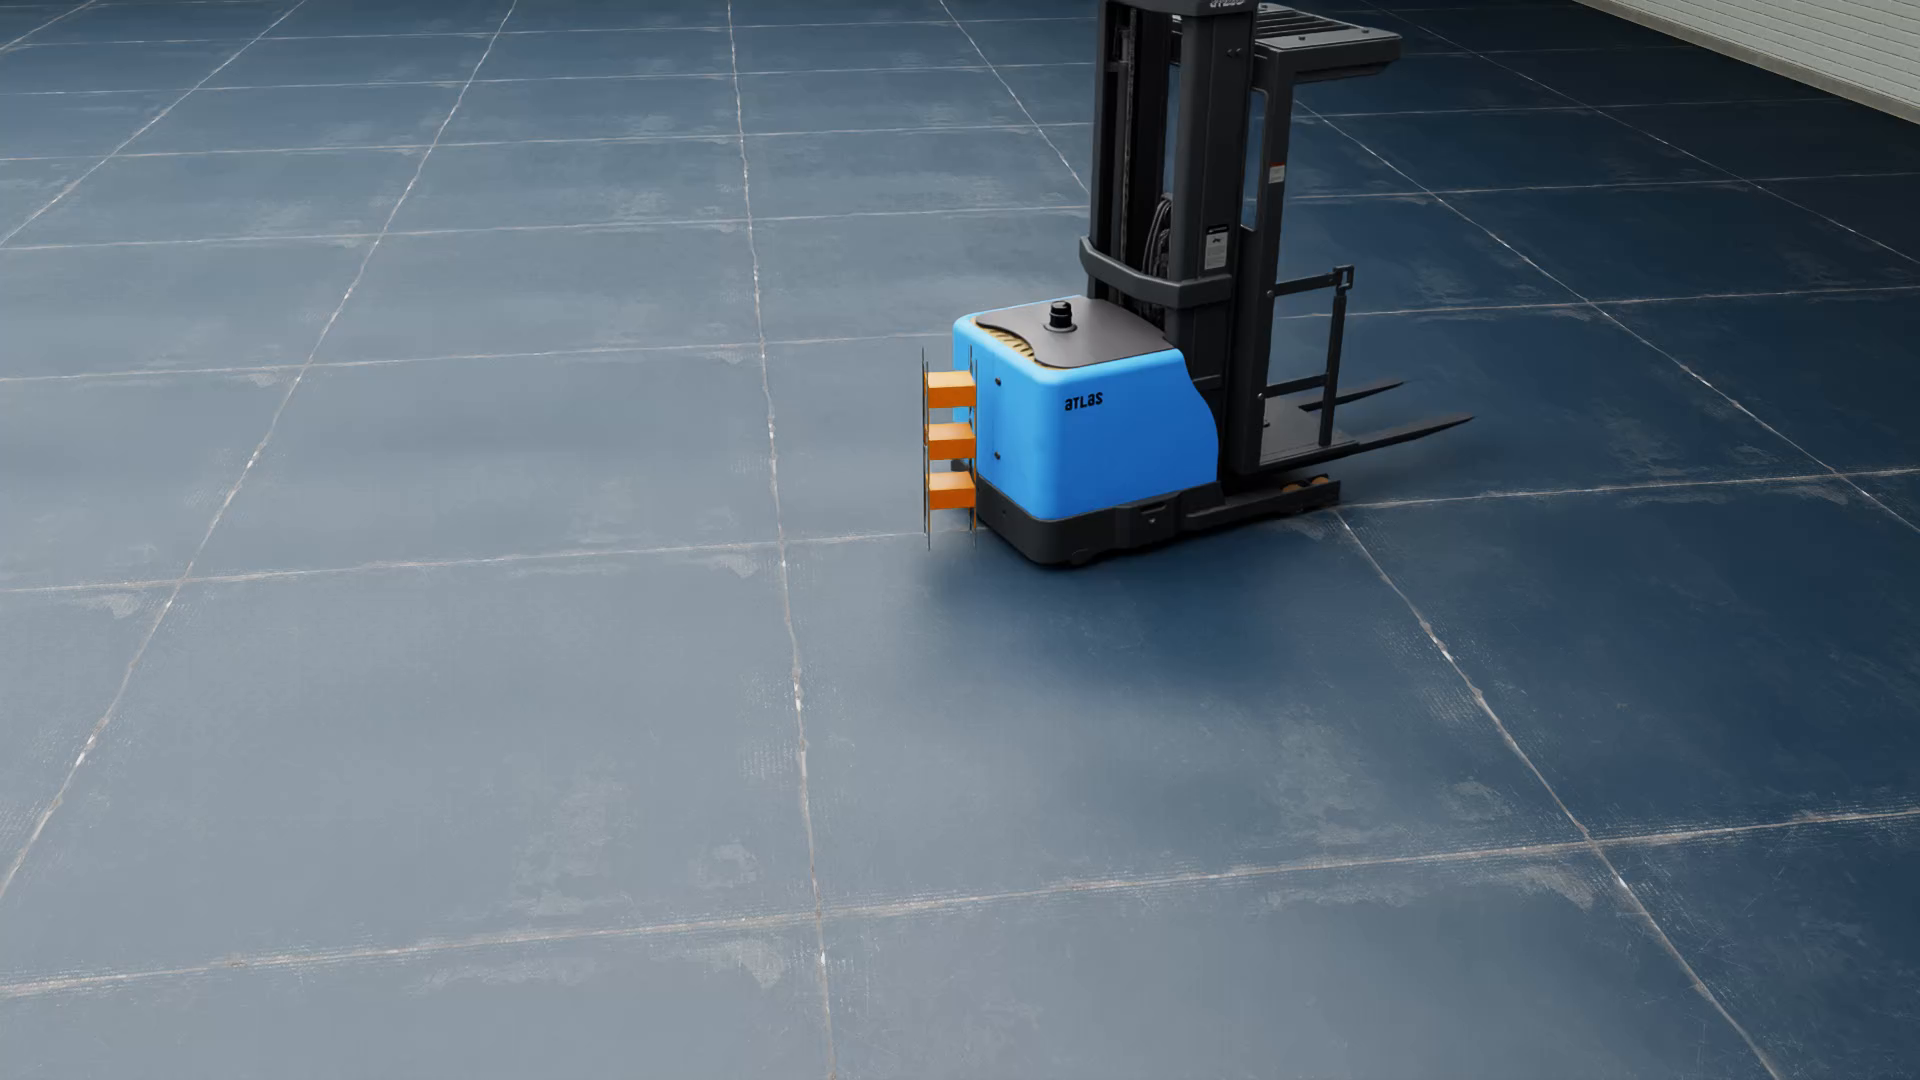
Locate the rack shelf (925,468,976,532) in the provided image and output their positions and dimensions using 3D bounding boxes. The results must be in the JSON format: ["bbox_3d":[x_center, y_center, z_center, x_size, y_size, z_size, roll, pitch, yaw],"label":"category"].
[{"bbox_3d":[-0.053,-0.207,8.635,0.240,0.259,0.215,-4,27,-7],"label":"rack shelf"}]

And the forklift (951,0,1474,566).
[{"bbox_3d":[1.497,-1.636,8.728,3.031,2.935,1.130,-14,30,-25],"label":"forklift"}]

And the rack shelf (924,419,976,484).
[{"bbox_3d":[-0.053,-0.454,8.509,0.240,0.259,0.215,-4,27,-7],"label":"rack shelf"}]

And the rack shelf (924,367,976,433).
[{"bbox_3d":[-0.053,-0.707,8.379,0.240,0.259,0.215,-4,27,-7],"label":"rack shelf"}]

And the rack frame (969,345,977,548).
[{"bbox_3d":[0.068,-0.471,8.519,0.008,1.050,0.200,-4,27,-7],"label":"rack frame"}]

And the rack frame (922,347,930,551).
[{"bbox_3d":[-0.174,-0.456,8.489,0.008,1.050,0.200,-4,27,-7],"label":"rack frame"}]

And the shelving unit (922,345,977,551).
[{"bbox_3d":[-0.053,-0.464,8.504,0.252,1.050,0.215,-4,27,-7],"label":"shelving unit"}]
